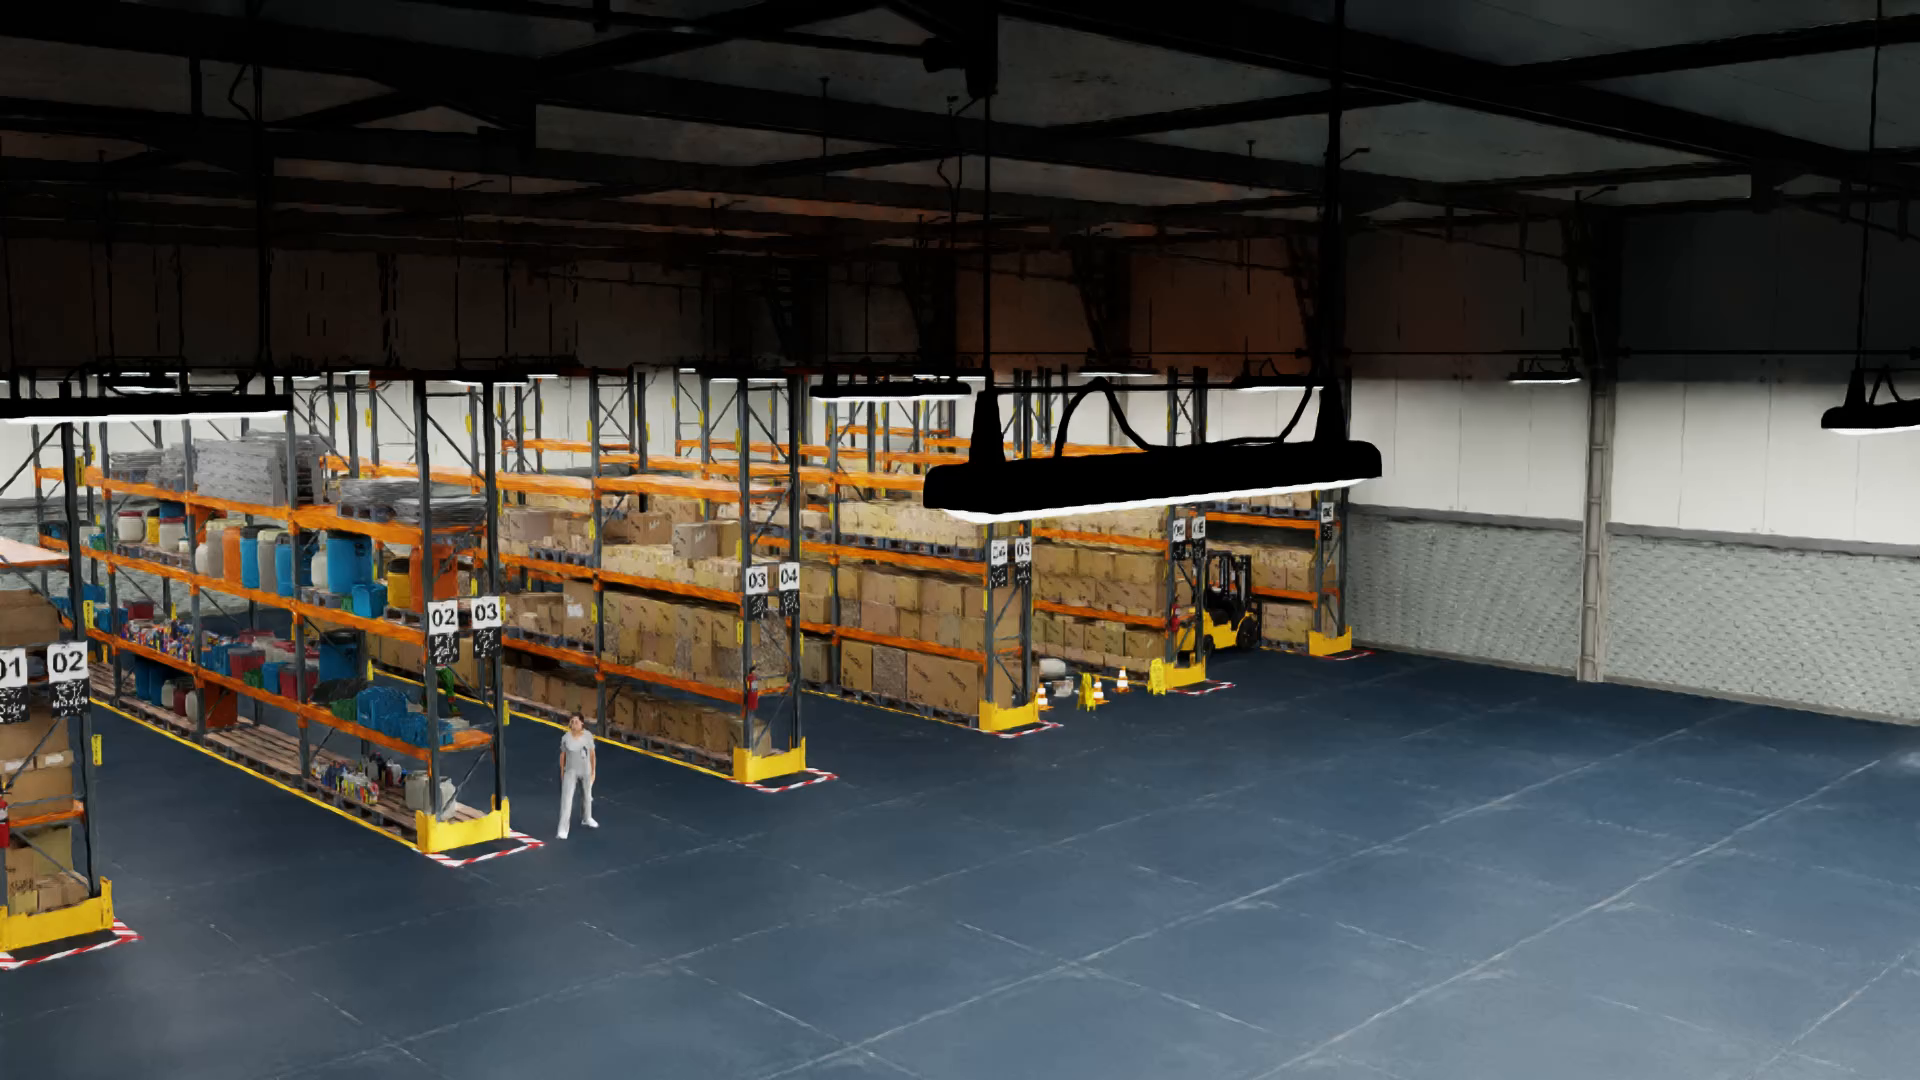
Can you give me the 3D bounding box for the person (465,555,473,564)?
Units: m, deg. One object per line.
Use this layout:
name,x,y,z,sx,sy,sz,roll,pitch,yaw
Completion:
person,-11.834,0.935,40.600,0.516,1.650,0.687,2,7,18

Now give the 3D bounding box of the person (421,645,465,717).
person,-9.064,2.209,28.912,0.553,1.706,1.123,-6,9,-42

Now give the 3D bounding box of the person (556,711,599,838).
person,-5.033,3.048,21.792,0.577,1.621,0.884,-2,7,-16
